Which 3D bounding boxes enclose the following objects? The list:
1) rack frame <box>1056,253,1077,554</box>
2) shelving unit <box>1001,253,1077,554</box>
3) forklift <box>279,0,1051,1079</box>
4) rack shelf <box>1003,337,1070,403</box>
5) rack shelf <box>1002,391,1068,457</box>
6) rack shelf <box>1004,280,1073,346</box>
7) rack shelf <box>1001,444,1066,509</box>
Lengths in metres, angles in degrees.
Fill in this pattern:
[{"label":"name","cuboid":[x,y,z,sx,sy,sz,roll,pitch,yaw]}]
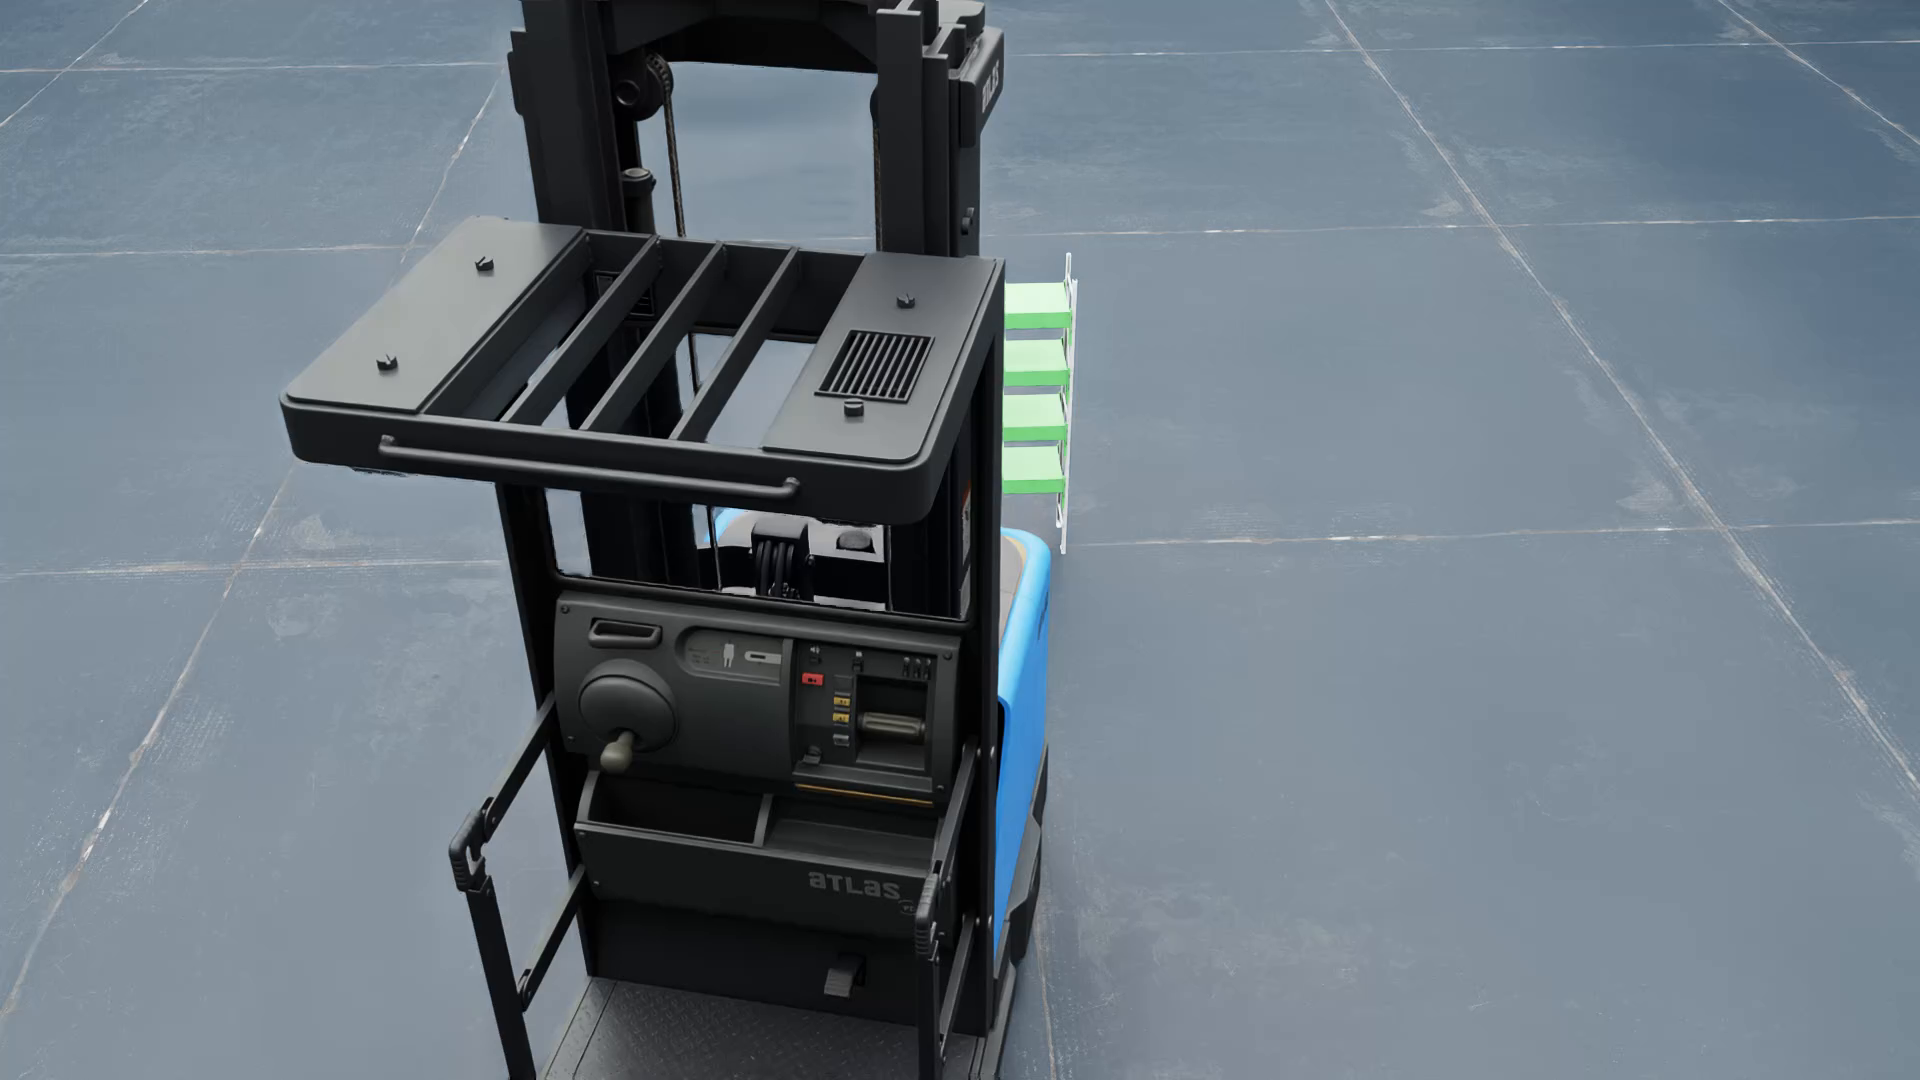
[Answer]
[{"label":"rack frame","cuboid":[0.409,-0.504,6.424,0.015,1.200,0.240,-2,35,-2]},{"label":"shelving unit","cuboid":[0.165,-0.498,6.415,0.503,1.200,0.258,-2,35,-2]},{"label":"forklift","cuboid":[-0.503,0.423,3.563,1.130,2.935,3.031,6,35,9]},{"label":"rack shelf","cuboid":[0.165,-0.643,6.315,0.480,0.148,0.258,-2,35,-2]},{"label":"rack shelf","cuboid":[0.165,-0.445,6.451,0.480,0.148,0.258,-2,35,-2]},{"label":"rack shelf","cuboid":[0.165,-0.840,6.178,0.480,0.148,0.258,-2,35,-2]},{"label":"rack shelf","cuboid":[0.165,-0.248,6.588,0.480,0.148,0.258,-2,35,-2]}]
